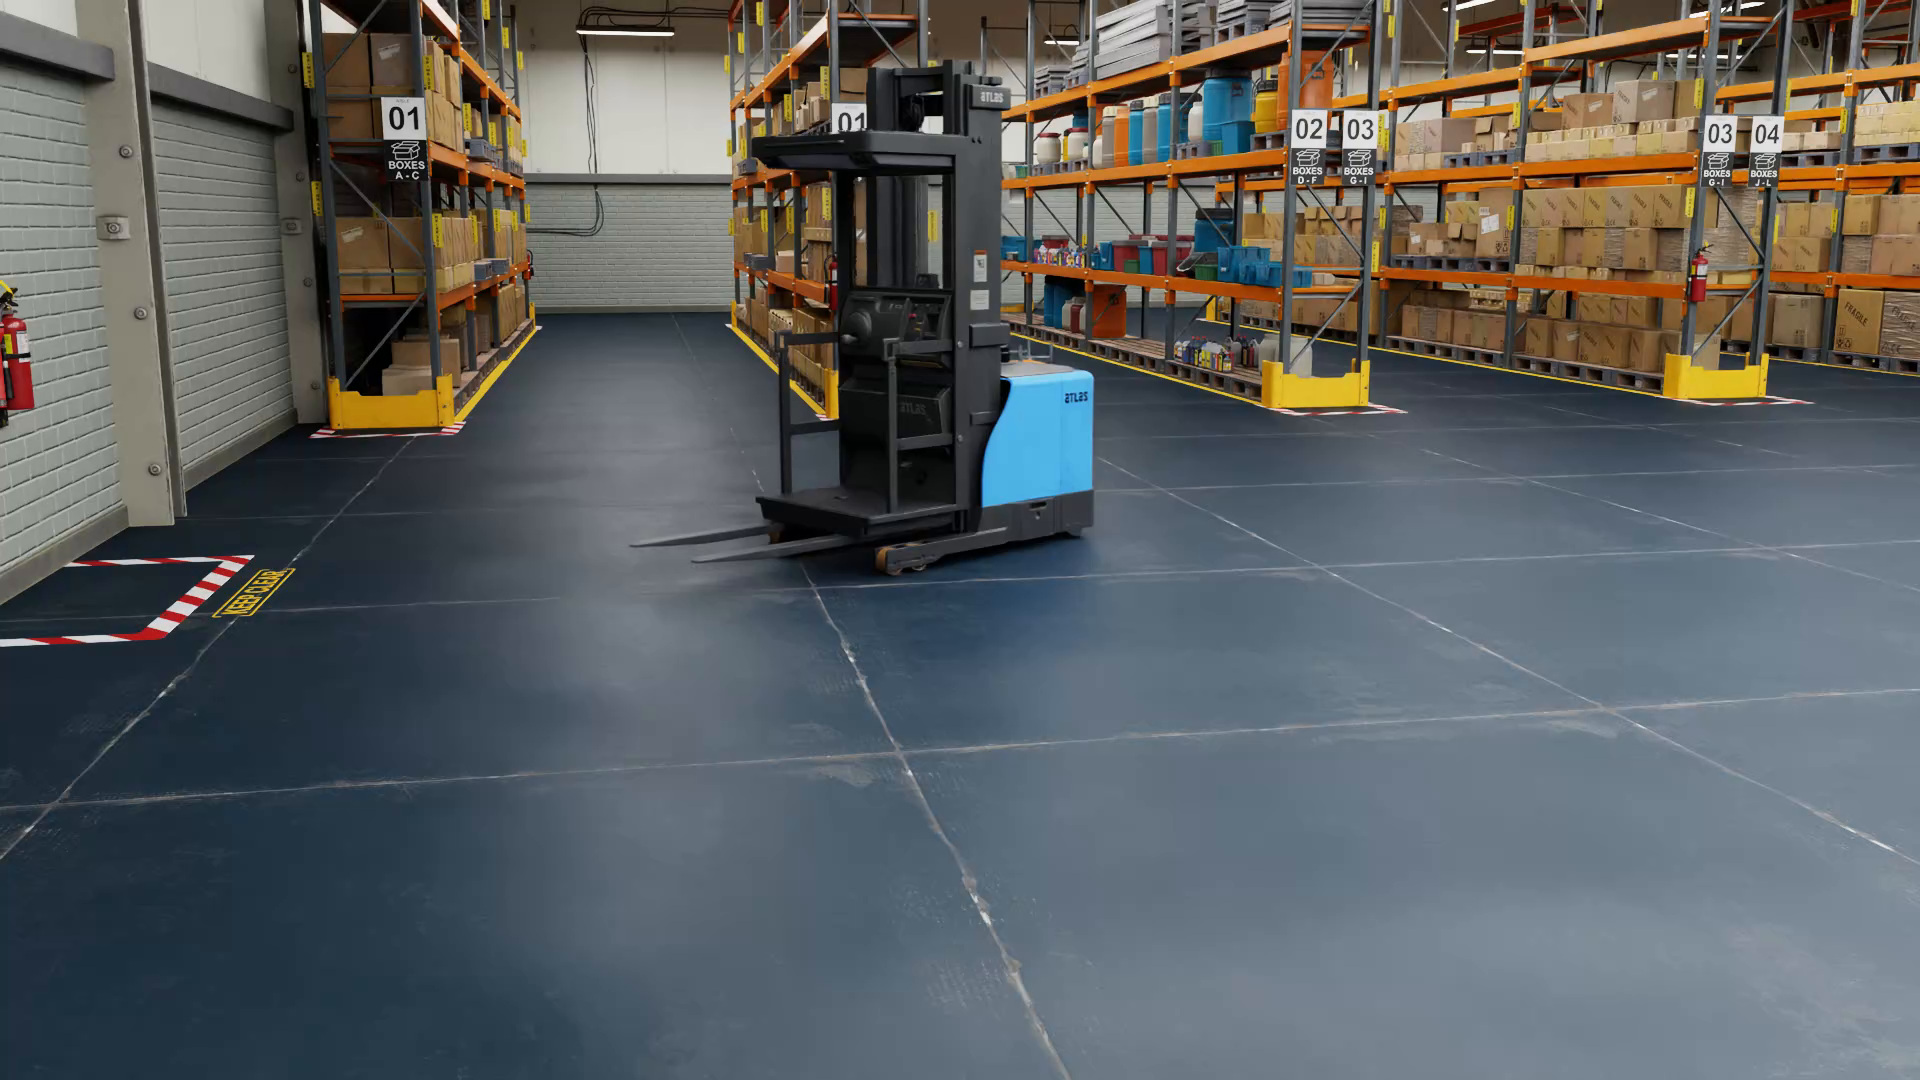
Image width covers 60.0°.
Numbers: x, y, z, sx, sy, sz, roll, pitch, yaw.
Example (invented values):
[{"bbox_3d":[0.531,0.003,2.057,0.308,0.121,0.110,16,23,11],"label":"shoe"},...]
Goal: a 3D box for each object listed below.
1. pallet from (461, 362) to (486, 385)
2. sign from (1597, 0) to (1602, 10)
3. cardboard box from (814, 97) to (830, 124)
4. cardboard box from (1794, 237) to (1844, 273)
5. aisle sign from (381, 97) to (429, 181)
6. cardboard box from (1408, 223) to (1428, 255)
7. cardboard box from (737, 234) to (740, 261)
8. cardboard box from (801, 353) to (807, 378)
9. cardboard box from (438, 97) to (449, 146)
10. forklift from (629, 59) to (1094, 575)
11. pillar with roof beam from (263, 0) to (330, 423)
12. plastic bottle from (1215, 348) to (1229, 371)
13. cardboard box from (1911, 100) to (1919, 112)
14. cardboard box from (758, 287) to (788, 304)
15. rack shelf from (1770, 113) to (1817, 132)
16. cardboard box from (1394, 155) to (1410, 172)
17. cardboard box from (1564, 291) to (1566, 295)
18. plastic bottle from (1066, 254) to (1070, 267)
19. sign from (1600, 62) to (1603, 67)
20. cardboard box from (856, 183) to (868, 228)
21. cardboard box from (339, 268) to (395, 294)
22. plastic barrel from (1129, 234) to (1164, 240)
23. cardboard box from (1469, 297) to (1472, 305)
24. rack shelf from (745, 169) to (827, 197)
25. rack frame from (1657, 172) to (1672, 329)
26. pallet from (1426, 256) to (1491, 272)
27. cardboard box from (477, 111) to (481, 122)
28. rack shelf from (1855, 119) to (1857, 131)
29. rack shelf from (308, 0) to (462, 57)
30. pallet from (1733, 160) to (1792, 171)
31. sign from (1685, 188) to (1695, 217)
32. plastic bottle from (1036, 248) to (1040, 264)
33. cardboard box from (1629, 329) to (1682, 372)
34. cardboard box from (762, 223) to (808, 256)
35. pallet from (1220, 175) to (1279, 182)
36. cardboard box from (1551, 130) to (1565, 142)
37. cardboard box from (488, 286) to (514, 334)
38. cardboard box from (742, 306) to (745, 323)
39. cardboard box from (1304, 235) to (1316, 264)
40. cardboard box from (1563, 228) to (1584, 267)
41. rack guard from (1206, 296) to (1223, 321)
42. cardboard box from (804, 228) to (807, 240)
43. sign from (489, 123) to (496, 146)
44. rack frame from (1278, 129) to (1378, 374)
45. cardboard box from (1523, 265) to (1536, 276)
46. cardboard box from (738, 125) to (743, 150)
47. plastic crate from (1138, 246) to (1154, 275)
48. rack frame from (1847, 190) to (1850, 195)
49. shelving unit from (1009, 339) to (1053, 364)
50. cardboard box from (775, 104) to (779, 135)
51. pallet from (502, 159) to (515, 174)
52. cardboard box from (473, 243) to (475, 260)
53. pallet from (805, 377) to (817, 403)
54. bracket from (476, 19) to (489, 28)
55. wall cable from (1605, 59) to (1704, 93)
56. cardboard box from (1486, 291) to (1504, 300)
[{"bbox_3d":[-6.619,-2.115,21.244,1.003,0.211,1.213,-2,11,-11],"label":"pallet"},{"bbox_3d":[8.645,-7.344,22.502,0.100,0.325,0.005,-2,11,-11],"label":"sign"},{"bbox_3d":[-1.313,-4.666,18.069,0.500,0.250,0.500,-2,11,-11],"label":"cardboard box"},{"bbox_3d":[12.631,-4.179,24.365,0.500,0.500,0.500,-2,11,-11],"label":"cardboard box"},{"bbox_3d":[-5.380,-3.883,16.123,0.394,0.787,0.004,-2,11,-11],"label":"aisle sign"},{"bbox_3d":[7.476,-4.774,26.365,0.500,0.500,0.500,-4,11,-18],"label":"cardboard box"},{"bbox_3d":[-3.914,-5.495,31.279,0.500,0.500,0.500,-2,11,-11],"label":"cardboard box"},{"bbox_3d":[-1.631,-2.099,19.930,0.500,0.250,0.500,-2,11,-11],"label":"cardboard box"},{"bbox_3d":[-5.683,-4.406,17.481,0.500,0.500,0.500,-2,11,-8],"label":"cardboard box"},{"bbox_3d":[-0.543,-1.344,9.918,3.031,2.935,1.130,-10,15,-43],"label":"forklift"},{"bbox_3d":[-2.450,-5.809,17.149,9.100,9.000,0.400,-2,11,-11],"label":"pillar with roof beam"},{"bbox_3d":[3.220,-2.215,20.419,0.152,0.276,0.135,-2,11,-11],"label":"plastic bottle"},{"bbox_3d":[12.932,-5.775,22.144,0.380,0.149,0.250,-2,11,-10],"label":"cardboard box"},{"bbox_3d":[-3.017,-3.974,27.055,0.500,0.250,0.500,-2,11,-12],"label":"cardboard box"},{"bbox_3d":[15.885,-8.474,34.145,1.077,0.370,4.000,-2,11,-11],"label":"rack shelf"},{"bbox_3d":[7.173,-5.920,26.159,0.500,0.250,0.500,-2,11,-10],"label":"cardboard box"},{"bbox_3d":[11.429,-4.616,30.480,0.500,0.250,0.500,-2,11,-9],"label":"cardboard box"},{"bbox_3d":[1.794,-4.586,27.301,0.097,0.201,0.097,0,11,0],"label":"plastic bottle"},{"bbox_3d":[11.982,-9.017,31.080,0.100,0.325,0.005,-2,11,-11],"label":"sign"},{"bbox_3d":[-0.919,-3.571,17.701,0.700,0.500,0.500,-2,11,-11],"label":"cardboard box"},{"bbox_3d":[-5.970,-2.623,16.804,0.500,0.250,0.500,-2,11,-10],"label":"cardboard box"},{"bbox_3d":[2.861,-4.429,25.578,0.600,0.536,0.708,-2,11,-11],"label":"plastic barrel"},{"bbox_3d":[10.586,-4.947,34.370,0.380,0.149,0.250,-2,11,-9],"label":"cardboard box"},{"bbox_3d":[-2.775,-5.743,26.751,1.077,0.370,4.000,-2,11,-11],"label":"rack shelf"},{"bbox_3d":[12.217,-4.778,27.777,1.000,3.000,0.127,-2,11,-11],"label":"rack frame"},{"bbox_3d":[7.757,-4.160,25.045,1.003,0.211,1.213,-2,11,-11],"label":"pallet"},{"bbox_3d":[-7.980,-6.750,26.668,0.500,0.250,0.500,-1,11,-7],"label":"cardboard box"},{"bbox_3d":[20.754,-8.850,35.060,1.077,0.370,4.000,-2,11,-11],"label":"rack shelf"},{"bbox_3d":[-6.078,-5.567,17.812,1.077,0.370,4.000,-2,11,-11],"label":"rack shelf"},{"bbox_3d":[12.614,-5.837,25.827,1.003,0.211,1.213,-2,11,-8],"label":"pallet"},{"bbox_3d":[8.339,-3.856,18.993,0.100,0.325,0.005,-2,11,-11],"label":"sign"},{"bbox_3d":[1.374,-5.005,29.282,0.061,0.283,0.133,-2,11,-11],"label":"plastic bottle"},{"bbox_3d":[8.633,-2.351,20.587,0.500,0.500,0.500,1,11,4],"label":"cardboard box"},{"bbox_3d":[-2.619,-4.623,25.574,0.700,0.500,0.500,-6,12,-30],"label":"cardboard box"},{"bbox_3d":[5.930,-7.378,33.650,1.003,0.211,1.213,-2,11,-11],"label":"pallet"},{"bbox_3d":[8.021,-5.310,21.886,0.380,0.149,0.250,-2,11,-11],"label":"cardboard box"},{"bbox_3d":[-7.593,-3.682,26.646,0.750,0.750,0.750,-2,11,-9],"label":"cardboard box"},{"bbox_3d":[-3.699,-4.117,30.320,0.500,0.311,0.500,-2,11,-11],"label":"cardboard box"},{"bbox_3d":[6.497,-5.213,29.796,0.500,0.500,0.500,-2,11,-11],"label":"cardboard box"},{"bbox_3d":[8.395,-3.812,21.638,0.875,0.500,0.500,-2,11,-11],"label":"cardboard box"},{"bbox_3d":[5.771,-4.860,34.892,1.175,0.500,0.348,-2,11,-11],"label":"rack guard"},{"bbox_3d":[-1.746,-3.834,20.817,0.380,0.149,0.250,-2,11,-11],"label":"cardboard box"},{"bbox_3d":[-6.712,-5.823,23.860,0.100,0.325,0.005,-2,11,-11],"label":"sign"},{"bbox_3d":[4.029,-2.969,18.271,1.000,3.000,0.127,-2,11,-11],"label":"rack frame"},{"bbox_3d":[7.892,-3.662,22.588,0.380,0.149,0.250,-2,11,-11],"label":"cardboard box"},{"bbox_3d":[-3.812,-7.549,31.373,0.700,0.500,0.500,-2,11,-11],"label":"cardboard box"},{"bbox_3d":[2.732,-3.885,23.131,0.392,0.384,0.575,-2,11,-11],"label":"plastic crate"},{"bbox_3d":[20.365,-6.625,37.481,1.000,3.000,0.127,-2,11,-11],"label":"rack frame"},{"bbox_3d":[0.444,-0.777,11.571,0.258,1.200,0.503,-3,11,-16],"label":"shelving unit"},{"bbox_3d":[-2.564,-6.444,25.567,0.500,0.500,0.500,-2,11,-11],"label":"cardboard box"},{"bbox_3d":[-8.171,-6.390,28.460,1.003,0.211,1.213,-2,11,-11],"label":"pallet"},{"bbox_3d":[-6.792,-3.924,21.848,0.700,0.500,0.500,-1,11,-3],"label":"cardboard box"},{"bbox_3d":[-1.254,-1.781,19.491,1.003,0.211,1.213,-2,11,-11],"label":"pallet"},{"bbox_3d":[-10.368,-11.246,36.087,0.235,0.232,0.430,-2,11,-11],"label":"bracket"},{"bbox_3d":[17.592,-10.563,42.029,2.988,3.039,0.133,-2,11,-11],"label":"wall cable"},{"bbox_3d":[10.788,-4.902,33.339,0.380,0.149,0.250,-3,11,-13],"label":"cardboard box"}]
